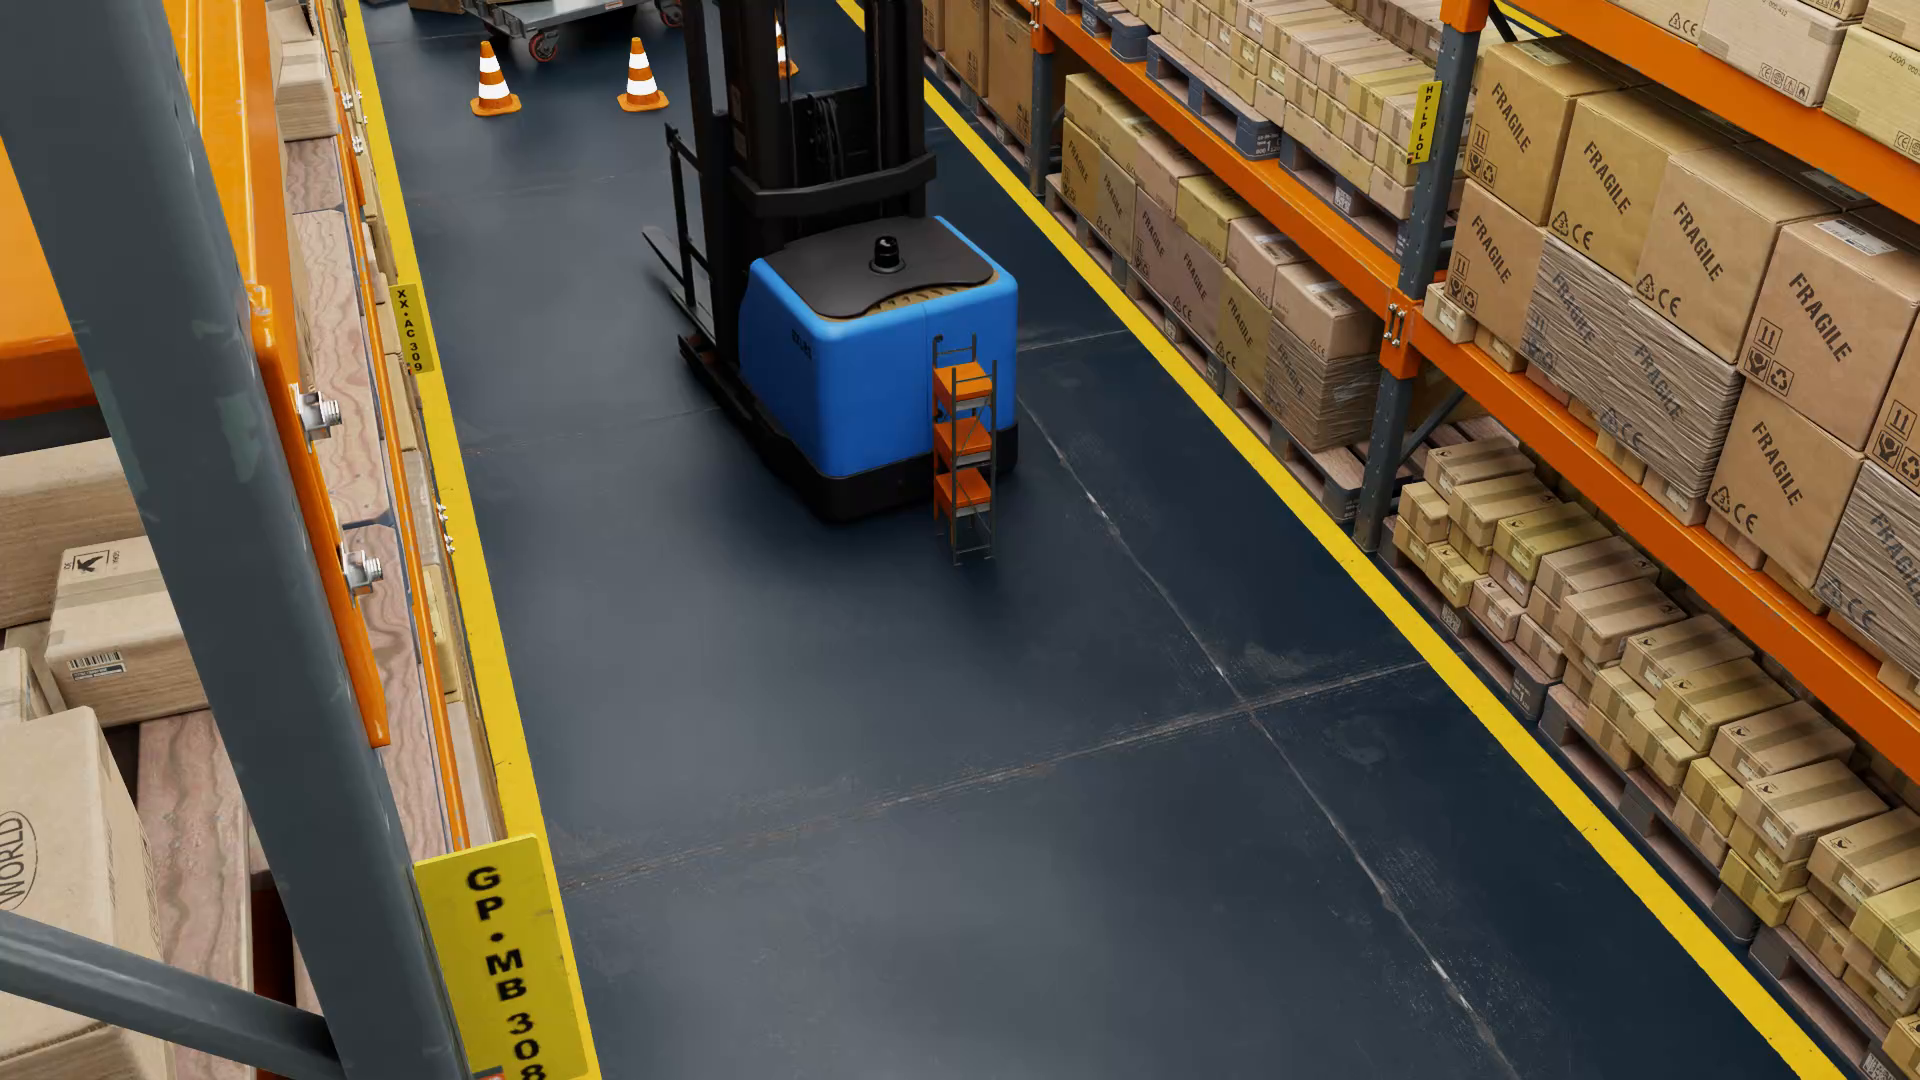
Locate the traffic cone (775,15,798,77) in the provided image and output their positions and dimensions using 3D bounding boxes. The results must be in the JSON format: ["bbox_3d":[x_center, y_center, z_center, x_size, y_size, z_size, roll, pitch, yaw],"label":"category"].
[{"bbox_3d":[-1.394,-3.703,12.282,0.336,0.463,0.334,-12,39,-16],"label":"traffic cone"}]

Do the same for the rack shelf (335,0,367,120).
[{"bbox_3d":[-4.363,-3.288,10.219,1.077,0.370,4.000,-12,39,-16],"label":"rack shelf"}]

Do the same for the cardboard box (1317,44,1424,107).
[{"bbox_3d":[1.813,-2.057,7.353,0.380,0.149,0.250,-14,39,-17],"label":"cardboard box"}]

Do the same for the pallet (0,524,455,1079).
[{"bbox_3d":[-1.187,0.494,2.181,1.003,0.211,1.213,-12,39,-16],"label":"pallet"}]

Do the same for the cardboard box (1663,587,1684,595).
[{"bbox_3d":[2.930,0.157,6.822,0.380,0.149,0.250,-12,39,-16],"label":"cardboard box"}]

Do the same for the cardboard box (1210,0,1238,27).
[{"bbox_3d":[1.452,-2.647,8.136,0.380,0.149,0.250,-13,39,-17],"label":"cardboard box"}]

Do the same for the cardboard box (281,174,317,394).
[{"bbox_3d":[-1.474,-0.542,2.967,0.500,0.500,0.500,-12,39,-15],"label":"cardboard box"}]

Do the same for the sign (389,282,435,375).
[{"bbox_3d":[-1.777,-0.679,5.373,0.100,0.325,0.005,-12,39,-16],"label":"sign"}]

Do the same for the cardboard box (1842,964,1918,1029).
[{"bbox_3d":[3.121,1.418,5.395,0.380,0.149,0.250,-13,39,-16],"label":"cardboard box"}]

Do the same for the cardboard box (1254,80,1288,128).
[{"bbox_3d":[1.632,-2.104,7.909,0.380,0.149,0.250,-14,39,-18],"label":"cardboard box"}]

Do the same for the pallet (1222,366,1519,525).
[{"bbox_3d":[2.046,-0.593,8.362,1.003,0.211,1.213,-12,39,-16],"label":"pallet"}]

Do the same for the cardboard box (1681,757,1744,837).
[{"bbox_3d":[2.800,0.874,5.870,0.380,0.149,0.250,-11,38,-14],"label":"cardboard box"}]

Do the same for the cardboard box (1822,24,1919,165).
[{"bbox_3d":[2.745,-1.214,4.500,0.500,0.250,0.500,-11,38,-14],"label":"cardboard box"}]

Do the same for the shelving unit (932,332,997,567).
[{"bbox_3d":[0.018,-0.389,7.394,0.215,1.050,0.252,-12,39,-16],"label":"shelving unit"}]

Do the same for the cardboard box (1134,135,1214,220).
[{"bbox_3d":[1.281,-1.988,9.001,0.500,0.250,0.500,-12,39,-16],"label":"cardboard box"}]

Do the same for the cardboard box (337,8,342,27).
[{"bbox_3d":[-4.868,-3.527,11.775,0.950,0.372,0.625,-12,39,-15],"label":"cardboard box"}]

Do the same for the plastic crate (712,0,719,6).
[{"bbox_3d":[-1.728,-4.513,13.538,0.450,0.188,0.662,14,38,2],"label":"plastic crate"}]

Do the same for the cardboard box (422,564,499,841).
[{"bbox_3d":[-1.360,0.443,3.754,0.500,0.500,0.500,-12,39,-16],"label":"cardboard box"}]

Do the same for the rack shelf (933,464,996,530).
[{"bbox_3d":[0.018,-0.159,7.568,0.215,0.259,0.240,-12,39,-16],"label":"rack shelf"}]

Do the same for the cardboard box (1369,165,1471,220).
[{"bbox_3d":[1.993,-1.518,7.132,0.380,0.149,0.250,-13,39,-17],"label":"cardboard box"}]

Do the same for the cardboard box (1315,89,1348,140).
[{"bbox_3d":[1.818,-1.927,7.428,0.380,0.149,0.250,-11,38,-14],"label":"cardboard box"}]

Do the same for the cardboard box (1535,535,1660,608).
[{"bbox_3d":[2.523,0.147,6.588,0.380,0.149,0.250,-13,39,-17],"label":"cardboard box"}]

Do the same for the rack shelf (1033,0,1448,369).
[{"bbox_3d":[1.627,-2.110,8.656,1.077,0.370,4.000,-12,39,-16],"label":"rack shelf"}]

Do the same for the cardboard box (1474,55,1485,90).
[{"bbox_3d":[2.510,-2.046,7.339,0.380,0.149,0.250,-11,38,-15],"label":"cardboard box"}]

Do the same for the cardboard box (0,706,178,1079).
[{"bbox_3d":[-1.161,0.493,1.802,0.500,0.250,0.500,-16,40,-20],"label":"cardboard box"}]

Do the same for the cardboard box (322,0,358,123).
[{"bbox_3d":[-2.902,-2.076,7.099,0.500,0.500,0.500,-12,39,-16],"label":"cardboard box"}]

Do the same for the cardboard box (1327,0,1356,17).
[{"bbox_3d":[2.071,-2.654,8.394,0.380,0.149,0.250,-13,39,-17],"label":"cardboard box"}]

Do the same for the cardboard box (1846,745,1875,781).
[{"bbox_3d":[3.245,0.767,6.012,0.380,0.149,0.250,-11,38,-14],"label":"cardboard box"}]

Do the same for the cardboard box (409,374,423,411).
[{"bbox_3d":[-2.185,-0.632,5.805,0.500,0.250,0.500,-14,39,-17],"label":"cardboard box"}]

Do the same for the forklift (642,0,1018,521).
[{"bbox_3d":[-0.863,-2.131,8.143,1.130,2.935,3.031,-18,41,-22],"label":"forklift"}]

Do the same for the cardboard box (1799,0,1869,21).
[{"bbox_3d":[2.583,-1.714,4.749,0.500,0.250,0.500,-12,39,-15],"label":"cardboard box"}]

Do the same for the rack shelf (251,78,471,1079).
[{"bbox_3d":[-1.610,0.034,3.317,1.077,0.370,4.000,-12,39,-16],"label":"rack shelf"}]

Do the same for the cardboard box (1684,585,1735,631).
[{"bbox_3d":[3.095,0.185,6.537,0.380,0.149,0.250,-14,39,-18],"label":"cardboard box"}]

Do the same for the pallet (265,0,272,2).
[{"bbox_3d":[-2.660,-1.815,5.332,0.805,0.209,1.217,-14,39,-18],"label":"pallet"}]

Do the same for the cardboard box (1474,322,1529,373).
[{"bbox_3d":[2.264,-0.809,6.539,0.380,0.149,0.250,-11,38,-15],"label":"cardboard box"}]

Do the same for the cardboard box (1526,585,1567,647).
[{"bbox_3d":[2.519,0.263,6.680,0.380,0.149,0.250,-14,39,-18],"label":"cardboard box"}]

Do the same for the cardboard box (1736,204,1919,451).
[{"bbox_3d":[2.754,-0.649,4.957,0.500,0.500,0.500,-14,39,-18],"label":"cardboard box"}]

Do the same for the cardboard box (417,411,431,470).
[{"bbox_3d":[-2.201,-0.429,5.951,0.500,0.250,0.500,-13,39,-17],"label":"cardboard box"}]

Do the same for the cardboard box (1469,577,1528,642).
[{"bbox_3d":[2.365,0.256,6.938,0.380,0.149,0.250,-13,39,-16],"label":"cardboard box"}]

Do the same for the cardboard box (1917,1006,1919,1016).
[{"bbox_3d":[3.203,1.446,5.110,0.380,0.149,0.250,-13,39,-17],"label":"cardboard box"}]

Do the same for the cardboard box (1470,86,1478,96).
[{"bbox_3d":[2.431,-2.063,7.608,0.380,0.149,0.250,-12,38,-15],"label":"cardboard box"}]

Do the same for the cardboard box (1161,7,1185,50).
[{"bbox_3d":[1.277,-2.694,8.693,0.380,0.149,0.250,-11,38,-14],"label":"cardboard box"}]

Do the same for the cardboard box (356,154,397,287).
[{"bbox_3d":[-2.179,-0.933,5.581,0.500,0.500,0.500,-12,39,-15],"label":"cardboard box"}]

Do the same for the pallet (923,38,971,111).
[{"bbox_3d":[0.322,-3.562,12.304,1.003,0.211,1.213,-12,39,-16],"label":"pallet"}]

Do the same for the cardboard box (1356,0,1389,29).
[{"bbox_3d":[2.165,-2.620,8.101,0.380,0.149,0.250,-11,38,-14],"label":"cardboard box"}]

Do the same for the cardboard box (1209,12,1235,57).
[{"bbox_3d":[1.457,-2.520,8.215,0.380,0.149,0.250,-11,38,-14],"label":"cardboard box"}]

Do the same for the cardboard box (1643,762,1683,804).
[{"bbox_3d":[2.785,0.833,6.172,0.380,0.149,0.250,-11,38,-15],"label":"cardboard box"}]

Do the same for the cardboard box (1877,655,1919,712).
[{"bbox_3d":[2.990,0.386,4.953,0.380,0.149,0.250,-14,39,-18],"label":"cardboard box"}]

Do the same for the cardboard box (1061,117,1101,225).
[{"bbox_3d":[0.943,-2.244,9.965,0.500,0.500,0.500,-14,39,-18],"label":"cardboard box"}]

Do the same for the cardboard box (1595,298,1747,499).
[{"bbox_3d":[2.565,-0.524,5.622,0.500,0.500,0.500,-13,39,-17],"label":"cardboard box"}]

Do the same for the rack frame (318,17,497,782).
[{"bbox_3d":[-2.298,-0.185,5.503,1.000,3.000,0.127,-12,39,-16],"label":"rack frame"}]

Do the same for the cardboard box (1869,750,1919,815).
[{"bbox_3d":[3.406,0.778,5.750,0.380,0.149,0.250,-11,38,-14],"label":"cardboard box"}]

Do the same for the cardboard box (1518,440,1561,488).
[{"bbox_3d":[2.682,-0.387,7.297,0.380,0.149,0.250,-11,38,-15],"label":"cardboard box"}]

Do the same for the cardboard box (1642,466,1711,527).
[{"bbox_3d":[2.604,-0.205,5.738,0.380,0.149,0.250,-11,38,-14],"label":"cardboard box"}]

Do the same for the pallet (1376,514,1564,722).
[{"bbox_3d":[2.579,0.218,7.285,1.003,0.211,1.213,-12,39,-16],"label":"pallet"}]

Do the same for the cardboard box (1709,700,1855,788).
[{"bbox_3d":[2.870,0.734,5.809,0.380,0.149,0.250,-14,39,-17],"label":"cardboard box"}]

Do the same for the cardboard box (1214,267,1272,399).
[{"bbox_3d":[1.648,-1.093,8.436,0.500,0.500,0.500,-13,39,-17],"label":"cardboard box"}]

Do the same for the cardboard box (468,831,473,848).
[{"bbox_3d":[-1.030,0.669,2.915,0.380,0.149,0.250,-14,39,-17],"label":"cardboard box"}]
